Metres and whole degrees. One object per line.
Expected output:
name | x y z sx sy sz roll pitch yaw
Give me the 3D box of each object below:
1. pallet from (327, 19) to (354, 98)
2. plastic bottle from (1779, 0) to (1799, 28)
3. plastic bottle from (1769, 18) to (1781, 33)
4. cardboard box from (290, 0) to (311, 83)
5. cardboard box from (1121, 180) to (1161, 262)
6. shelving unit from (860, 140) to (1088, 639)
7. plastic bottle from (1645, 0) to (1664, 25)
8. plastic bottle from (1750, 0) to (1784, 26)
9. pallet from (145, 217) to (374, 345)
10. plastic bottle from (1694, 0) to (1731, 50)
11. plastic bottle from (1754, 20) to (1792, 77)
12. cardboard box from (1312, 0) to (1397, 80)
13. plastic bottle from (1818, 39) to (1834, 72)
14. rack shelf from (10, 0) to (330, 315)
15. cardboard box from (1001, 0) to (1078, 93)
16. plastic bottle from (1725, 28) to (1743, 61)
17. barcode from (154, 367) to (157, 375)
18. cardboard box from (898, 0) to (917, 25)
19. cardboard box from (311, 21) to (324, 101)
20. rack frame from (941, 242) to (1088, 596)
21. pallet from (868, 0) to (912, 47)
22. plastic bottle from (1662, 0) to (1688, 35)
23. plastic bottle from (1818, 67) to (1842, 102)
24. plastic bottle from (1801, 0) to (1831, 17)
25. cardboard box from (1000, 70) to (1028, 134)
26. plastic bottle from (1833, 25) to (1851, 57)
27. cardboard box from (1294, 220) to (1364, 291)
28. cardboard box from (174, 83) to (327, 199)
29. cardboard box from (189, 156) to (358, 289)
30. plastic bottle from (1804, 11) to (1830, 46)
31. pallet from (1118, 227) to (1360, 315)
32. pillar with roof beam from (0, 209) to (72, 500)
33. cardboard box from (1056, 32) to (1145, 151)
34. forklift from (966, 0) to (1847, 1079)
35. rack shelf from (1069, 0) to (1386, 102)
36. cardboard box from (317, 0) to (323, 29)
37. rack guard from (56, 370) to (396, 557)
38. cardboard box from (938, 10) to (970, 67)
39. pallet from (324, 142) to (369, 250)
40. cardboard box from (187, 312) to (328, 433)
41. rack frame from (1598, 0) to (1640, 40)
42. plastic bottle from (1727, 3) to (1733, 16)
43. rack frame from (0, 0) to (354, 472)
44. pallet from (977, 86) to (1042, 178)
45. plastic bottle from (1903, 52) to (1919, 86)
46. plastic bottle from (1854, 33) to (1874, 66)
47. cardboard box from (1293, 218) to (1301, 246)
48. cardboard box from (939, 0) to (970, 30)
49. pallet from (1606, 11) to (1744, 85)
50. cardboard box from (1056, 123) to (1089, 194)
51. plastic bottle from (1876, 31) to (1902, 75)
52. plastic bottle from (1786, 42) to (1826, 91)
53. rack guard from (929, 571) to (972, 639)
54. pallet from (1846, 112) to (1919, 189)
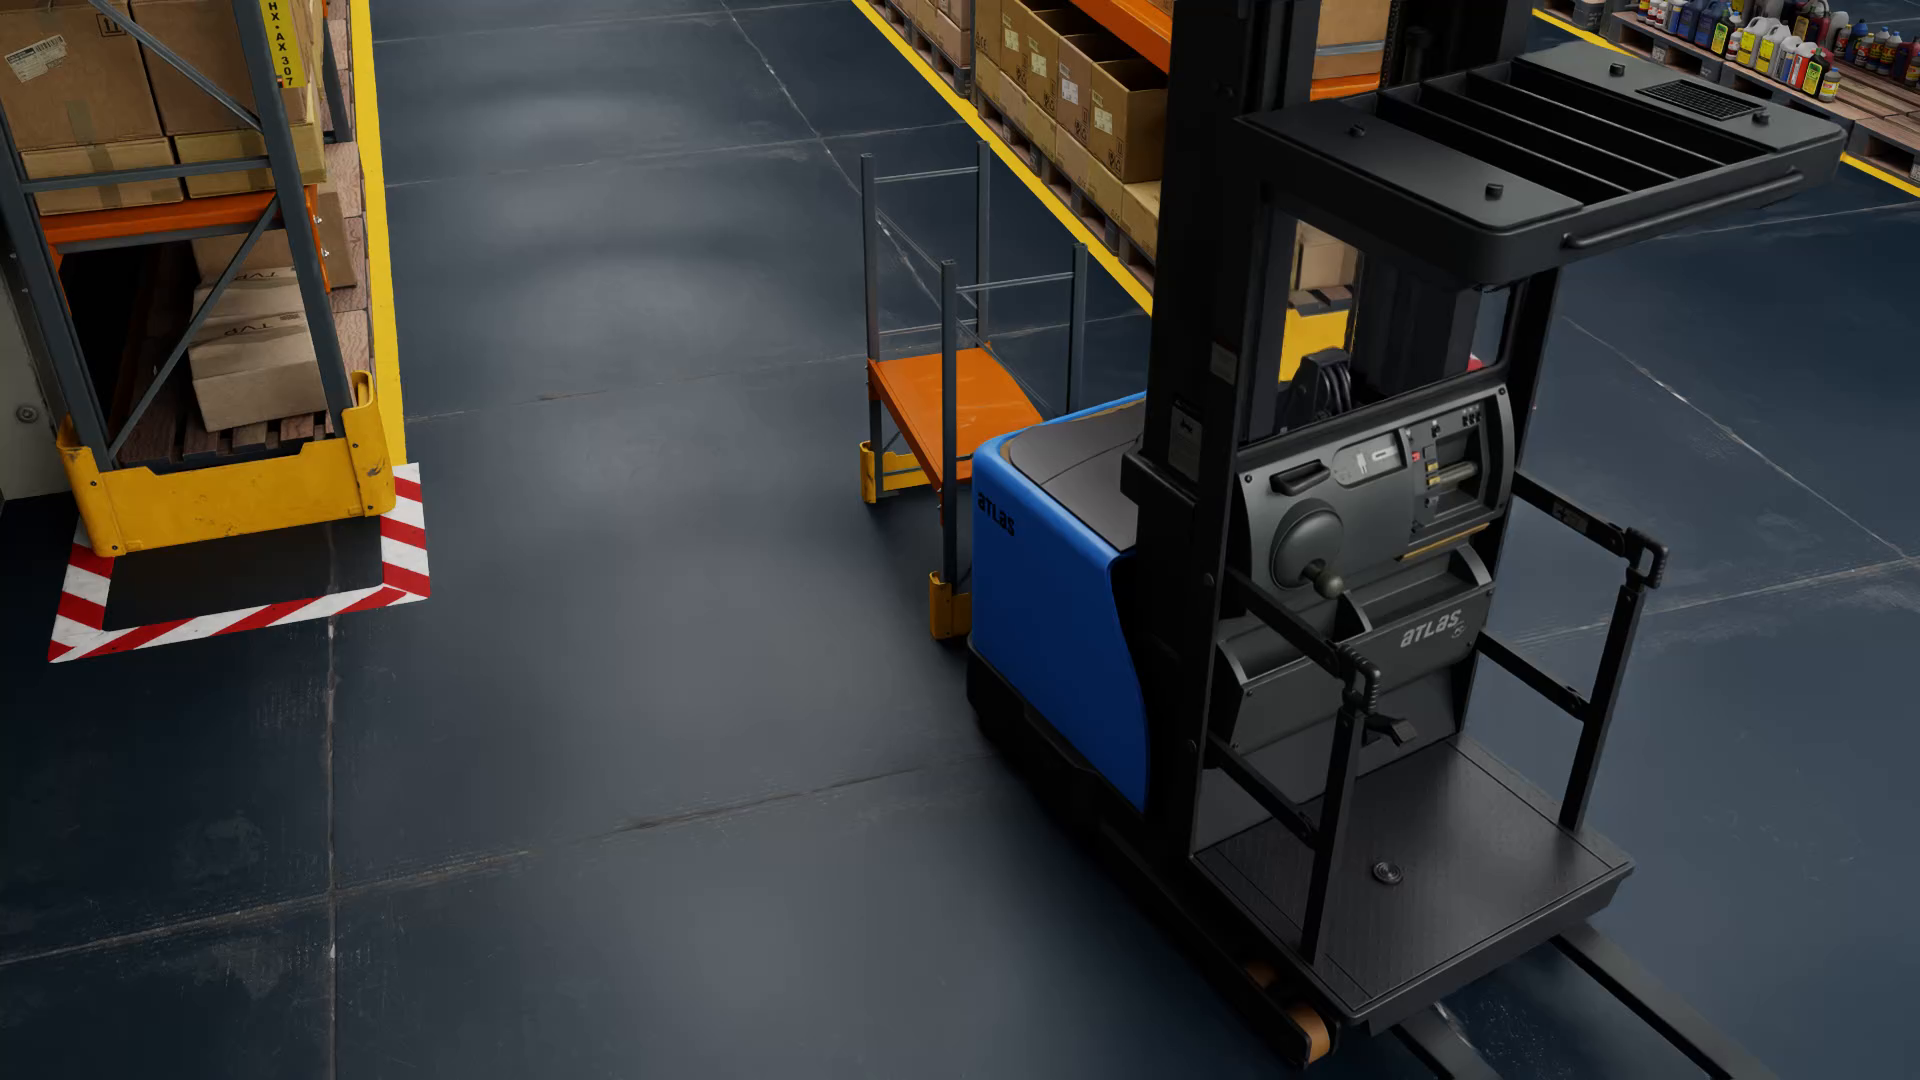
pallet | -4.769 -3.308 11.565 1.003 0.211 1.213 -10 35 -15
plastic bottle | 5.810 -3.775 11.746 0.144 0.351 0.185 -12 35 -17
plastic bottle | 5.452 -3.357 11.180 0.152 0.276 0.135 -10 35 -15
cardboard box | -2.935 -2.142 6.708 0.500 0.500 0.500 -10 35 -15
cardboard box | 1.173 -1.676 8.679 0.500 0.250 0.500 -10 35 -15
shelving unit | 0.023 -0.586 6.276 0.587 1.500 1.083 -10 35 -15
plastic bottle | 4.991 -3.809 11.932 0.097 0.201 0.097 0 33 0
plastic bottle | 5.676 -3.706 11.709 0.152 0.276 0.135 -10 35 -15
pallet | -3.540 -1.269 8.480 1.003 0.211 1.213 -10 35 -15
plastic bottle | 5.189 -3.573 11.440 0.144 0.351 0.185 -11 35 -17
plastic bottle | 5.375 -3.252 10.954 0.144 0.351 0.185 -9 34 -13
cardboard box | 1.652 -2.445 7.639 0.700 0.500 0.500 -10 35 -15
plastic bottle | 5.573 -3.083 10.760 0.061 0.283 0.133 -10 35 -15
rack shelf | -3.545 -2.071 7.816 1.077 0.370 4.000 -10 35 -15
cardboard box | 0.565 -3.040 10.062 0.500 0.500 0.500 -10 35 -15
plastic bottle | 5.253 -3.358 11.250 0.097 0.201 0.097 0 33 0
barcode | -3.446 -0.707 7.131 0.001 0.075 0.075 -10 35 -15
cardboard box | -0.150 -3.988 12.177 0.500 0.250 0.500 -9 35 -14
cardboard box | -3.103 -2.115 7.348 0.500 0.250 0.500 -11 35 -15
rack frame | 0.181 -0.314 5.865 0.500 1.500 0.032 -10 35 -15
pallet | -0.076 -4.115 12.785 1.003 0.211 1.213 -10 35 -15
plastic bottle | 5.085 -3.728 11.743 0.152 0.276 0.135 -9 34 -13
plastic bottle | 5.523 -2.894 10.547 0.097 0.201 0.097 0 33 0
plastic bottle | 5.908 -3.606 11.489 0.144 0.351 0.185 -10 35 -15
cardboard box | 0.562 -2.726 10.268 0.500 0.250 0.500 -10 35 -15
plastic bottle | 6.016 -3.400 11.313 0.097 0.201 0.097 0 33 0
cardboard box | 1.830 -1.503 8.417 0.500 0.250 0.500 -10 35 -15
cardboard box | -2.781 -1.576 6.533 0.500 0.250 0.500 -11 35 -16
cardboard box | -3.410 -1.533 8.217 0.700 0.500 0.500 -12 35 -18
plastic bottle | 5.853 -3.473 11.350 0.061 0.283 0.133 -10 35 -15
pallet | 1.509 -1.387 8.658 1.003 0.211 1.213 -10 35 -15
pillar with roof beam | 0.128 -4.770 5.806 9.100 9.000 0.400 -10 35 -15
cardboard box | 0.865 -2.514 9.266 0.500 0.500 0.500 -10 35 -15
forklift | 1.216 -0.079 4.210 1.130 2.935 3.031 -18 38 -26
rack shelf | 1.172 -2.906 9.079 1.077 0.370 4.000 -10 35 -15
cardboard box | -3.409 -2.645 8.149 0.500 0.250 0.500 -10 35 -15
rack guard | -2.958 -0.318 6.778 1.175 0.500 0.348 -10 35 -15
cardboard box | 0.159 -3.453 11.368 0.500 0.250 0.500 -10 35 -15
pallet | -3.916 -1.911 9.451 1.003 0.211 1.213 -10 35 -15
cardboard box | -3.060 -0.761 7.221 0.500 0.311 0.500 -14 36 -20
rack frame | 5.280 -5.087 11.728 1.000 3.000 0.127 -10 35 -15
plastic bottle | 5.290 -3.583 11.527 0.097 0.271 0.097 0 33 0
rack frame | -2.935 -1.321 6.028 1.000 3.000 0.127 -10 35 -15
pallet | 0.764 -2.668 10.596 1.003 0.211 1.213 -10 35 -15
plastic bottle | 6.212 -3.062 10.802 0.097 0.201 0.097 0 33 0
plastic bottle | 6.079 -3.292 11.150 0.097 0.201 0.097 0 33 0
cardboard box | 1.335 -1.728 8.078 0.500 0.500 0.500 -10 35 -15
cardboard box | 0.165 -3.683 11.207 0.500 0.311 0.500 -10 35 -15
pallet | 5.445 -3.564 11.952 1.003 0.211 1.213 -10 35 -15
cardboard box | 0.868 -2.201 9.474 0.500 0.250 0.500 -10 35 -15
plastic bottle | 6.140 -3.217 10.973 0.097 0.271 0.097 0 33 0
plastic bottle | 5.472 -3.062 10.734 0.152 0.276 0.135 -10 35 -14
rack guard | 0.175 0.197 6.225 0.587 0.250 0.087 -10 35 -15
pallet | 6.190 -2.283 10.014 1.003 0.211 1.213 -10 35 -15
